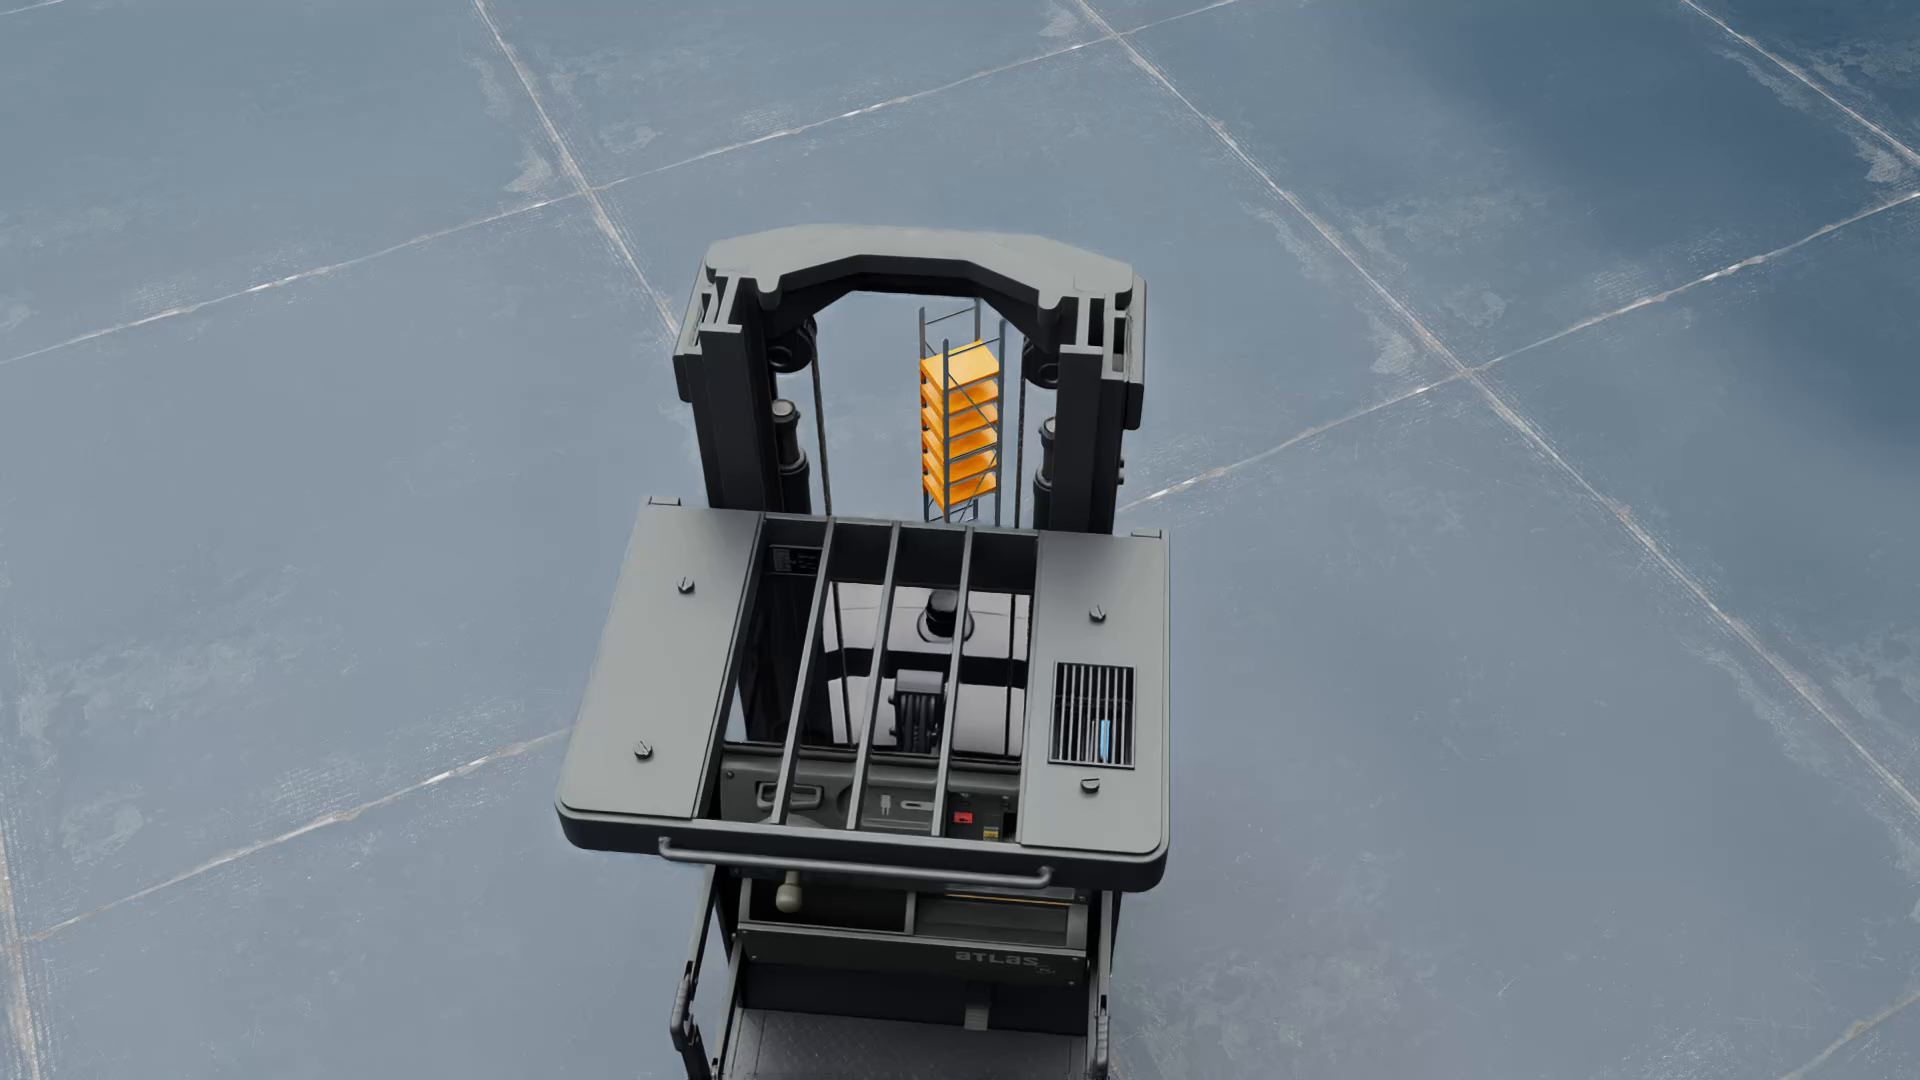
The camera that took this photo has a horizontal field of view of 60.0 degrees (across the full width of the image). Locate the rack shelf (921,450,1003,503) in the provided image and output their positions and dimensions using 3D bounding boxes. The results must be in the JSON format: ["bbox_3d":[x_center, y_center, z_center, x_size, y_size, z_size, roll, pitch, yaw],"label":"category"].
[{"bbox_3d":[0.007,-0.277,6.306,0.258,0.103,0.180,-21,52,-18],"label":"rack shelf"}]

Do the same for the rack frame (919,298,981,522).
[{"bbox_3d":[-0.035,-0.447,6.236,0.240,1.200,0.006,-21,52,-18],"label":"rack frame"}]

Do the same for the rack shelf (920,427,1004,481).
[{"bbox_3d":[0.007,-0.356,6.216,0.258,0.103,0.180,-21,52,-18],"label":"rack shelf"}]

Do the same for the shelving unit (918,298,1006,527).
[{"bbox_3d":[0.007,-0.385,6.183,0.258,1.200,0.189,-21,52,-18],"label":"shelving unit"}]

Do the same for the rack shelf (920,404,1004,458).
[{"bbox_3d":[0.007,-0.435,6.126,0.258,0.103,0.180,-21,52,-18],"label":"rack shelf"}]

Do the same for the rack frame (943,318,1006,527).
[{"bbox_3d":[0.049,-0.324,6.129,0.240,1.200,0.006,-21,52,-18],"label":"rack frame"}]

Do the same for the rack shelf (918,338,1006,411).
[{"bbox_3d":[0.007,-0.593,5.945,0.258,0.103,0.180,-21,52,-18],"label":"rack shelf"}]

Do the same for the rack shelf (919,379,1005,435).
[{"bbox_3d":[0.007,-0.514,6.035,0.258,0.103,0.180,-21,52,-18],"label":"rack shelf"}]

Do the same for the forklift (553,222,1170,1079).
[{"bbox_3d":[-0.141,0.849,3.953,1.130,2.935,3.031,4,49,3],"label":"forklift"}]

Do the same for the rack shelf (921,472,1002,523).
[{"bbox_3d":[0.007,-0.198,6.397,0.258,0.103,0.180,-21,52,-18],"label":"rack shelf"}]
